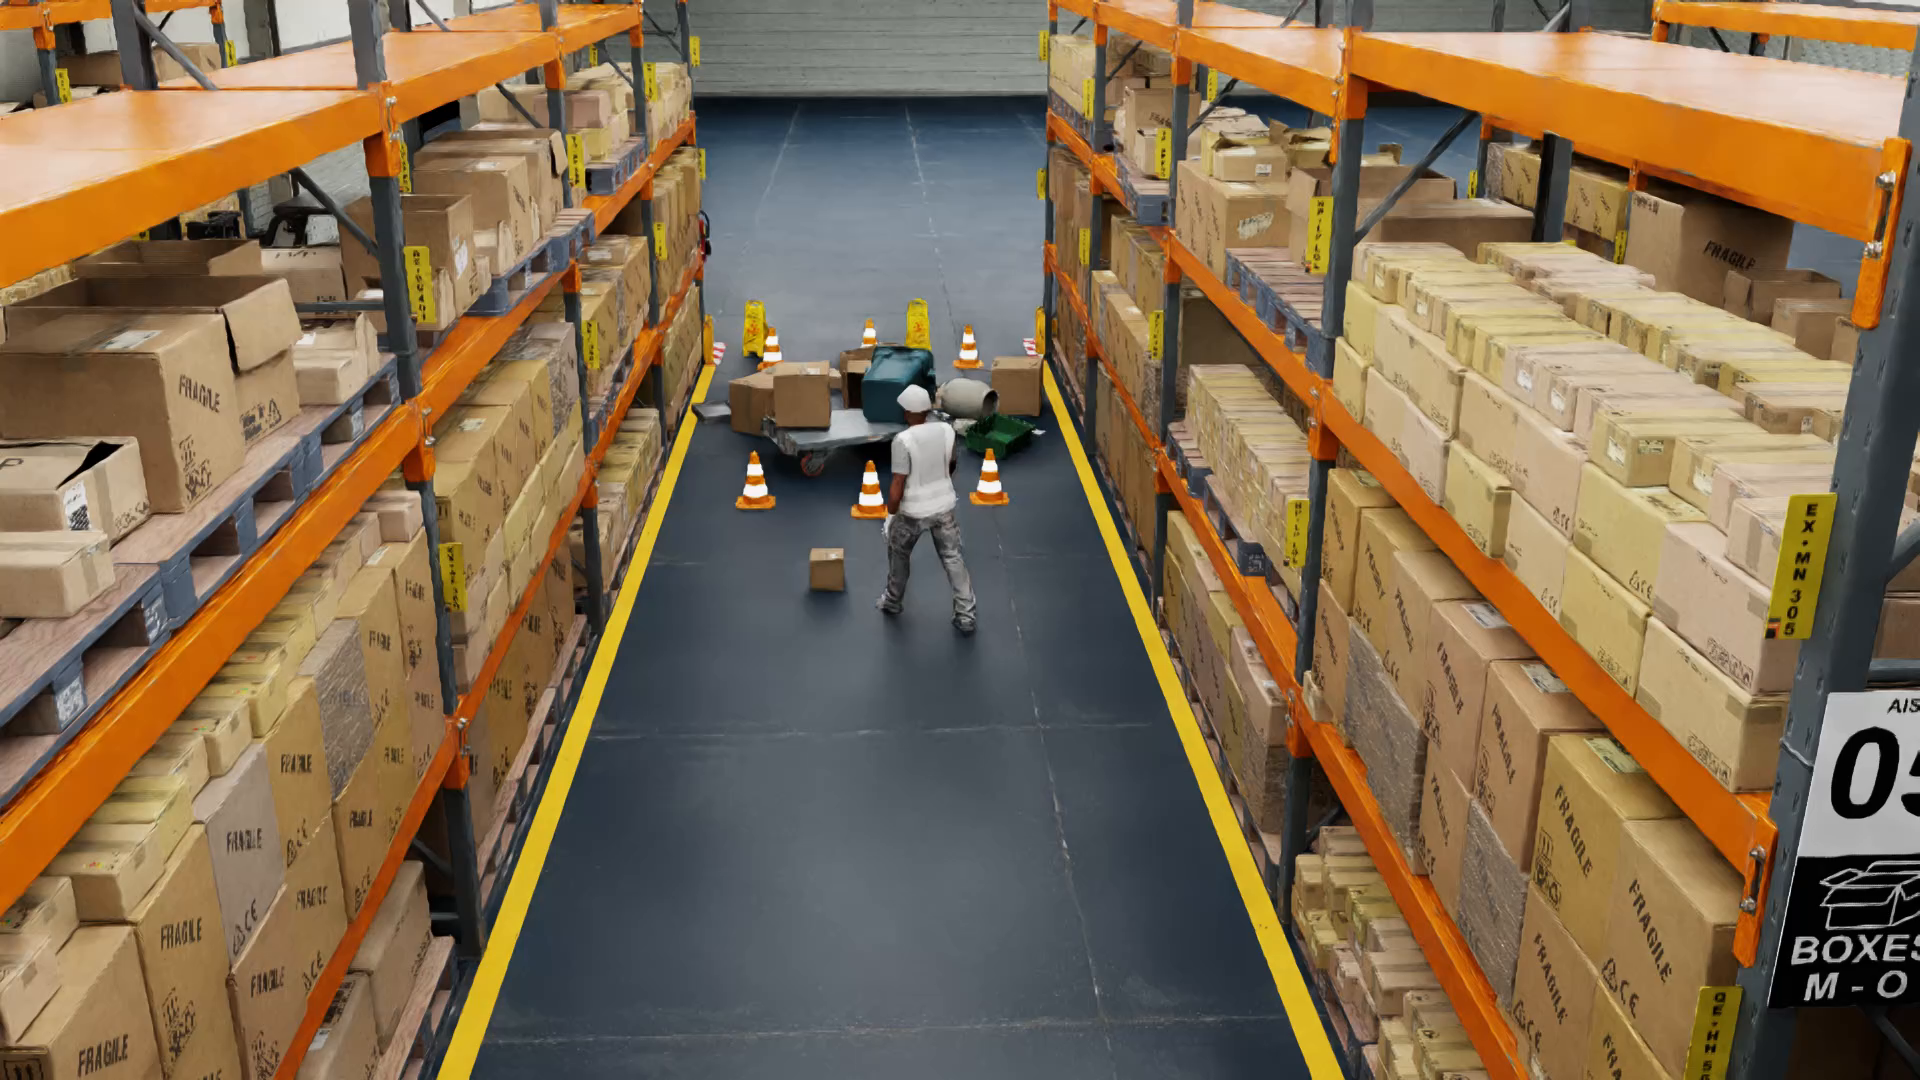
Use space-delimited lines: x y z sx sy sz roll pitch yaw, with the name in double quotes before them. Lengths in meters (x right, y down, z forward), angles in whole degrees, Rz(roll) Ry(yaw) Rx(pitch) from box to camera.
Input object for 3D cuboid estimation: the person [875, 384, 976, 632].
"person" -0.316 -0.238 11.722 0.714 1.763 0.910 -14 24 -34
